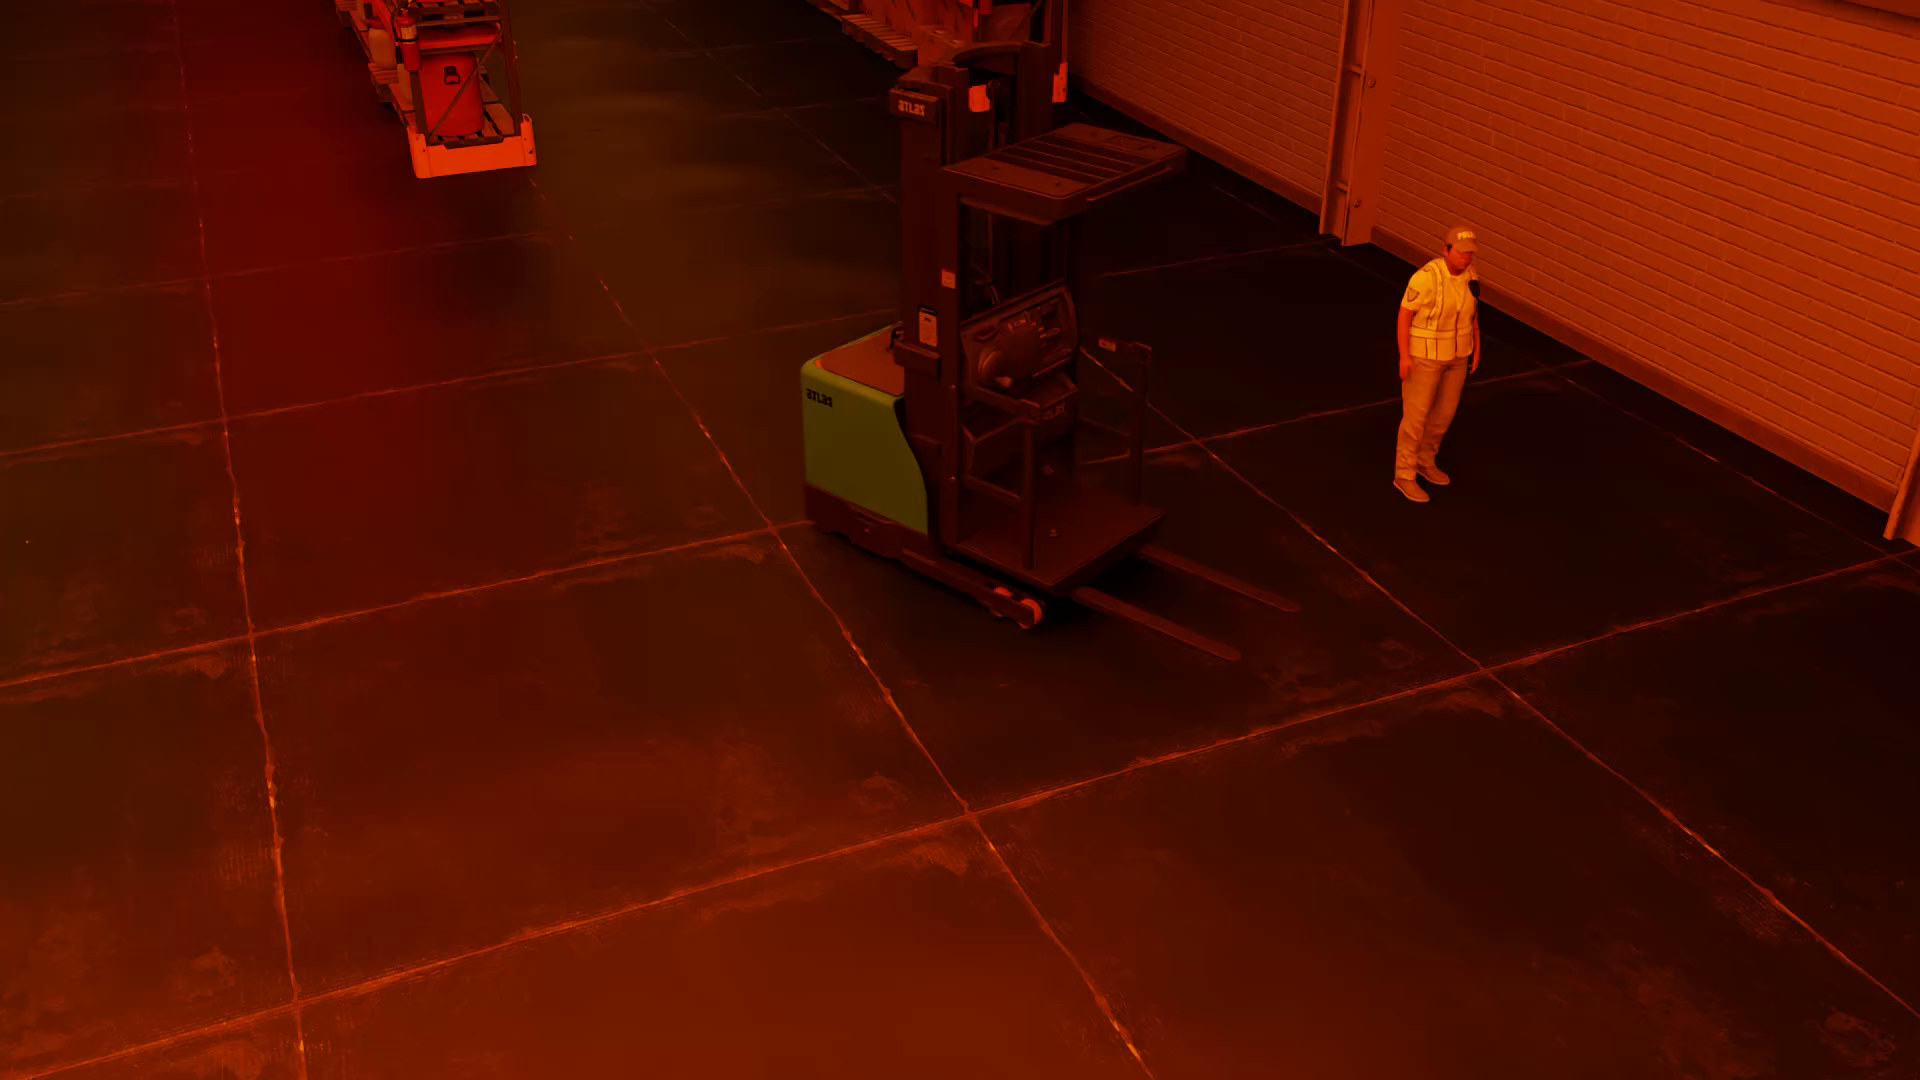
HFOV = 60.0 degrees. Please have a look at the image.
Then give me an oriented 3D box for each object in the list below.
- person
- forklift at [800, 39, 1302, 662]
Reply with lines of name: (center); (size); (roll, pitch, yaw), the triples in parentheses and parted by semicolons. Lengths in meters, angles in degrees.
person: (3.009, -1.109, 10.331); (0.608, 1.672, 0.528); (-13, 32, -22)
forklift: (0.489, -1.075, 9.000); (3.031, 2.935, 1.130); (23, 37, 35)
